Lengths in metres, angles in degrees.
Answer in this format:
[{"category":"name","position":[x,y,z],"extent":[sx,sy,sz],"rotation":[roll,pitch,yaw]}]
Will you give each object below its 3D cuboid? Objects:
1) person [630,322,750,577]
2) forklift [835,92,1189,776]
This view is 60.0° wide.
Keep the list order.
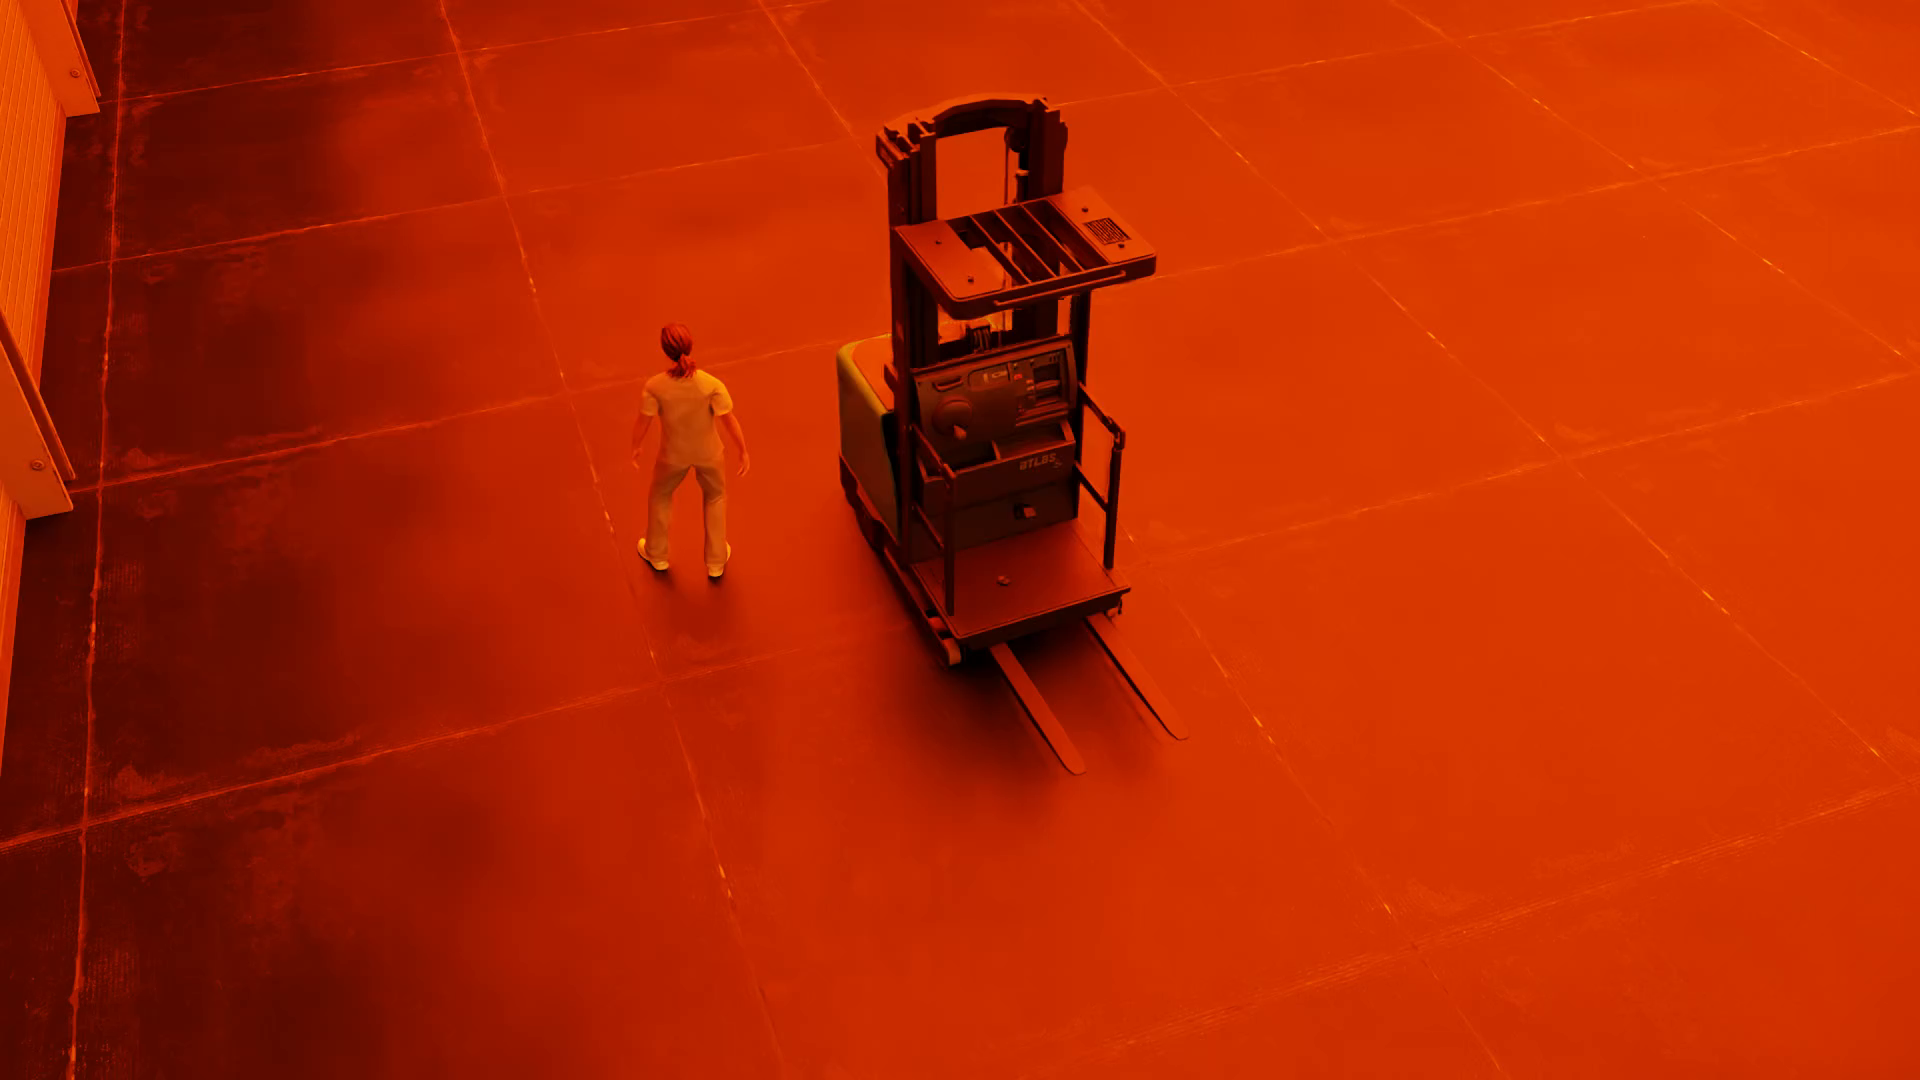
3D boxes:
[{"category":"person","position":[-1.593,-0.508,9.604],"extent":[0.745,1.648,0.366],"rotation":[-4,40,-4]},{"category":"forklift","position":[0.288,-0.726,8.861],"extent":[1.130,2.935,3.031],"rotation":[-16,43,-18]}]
